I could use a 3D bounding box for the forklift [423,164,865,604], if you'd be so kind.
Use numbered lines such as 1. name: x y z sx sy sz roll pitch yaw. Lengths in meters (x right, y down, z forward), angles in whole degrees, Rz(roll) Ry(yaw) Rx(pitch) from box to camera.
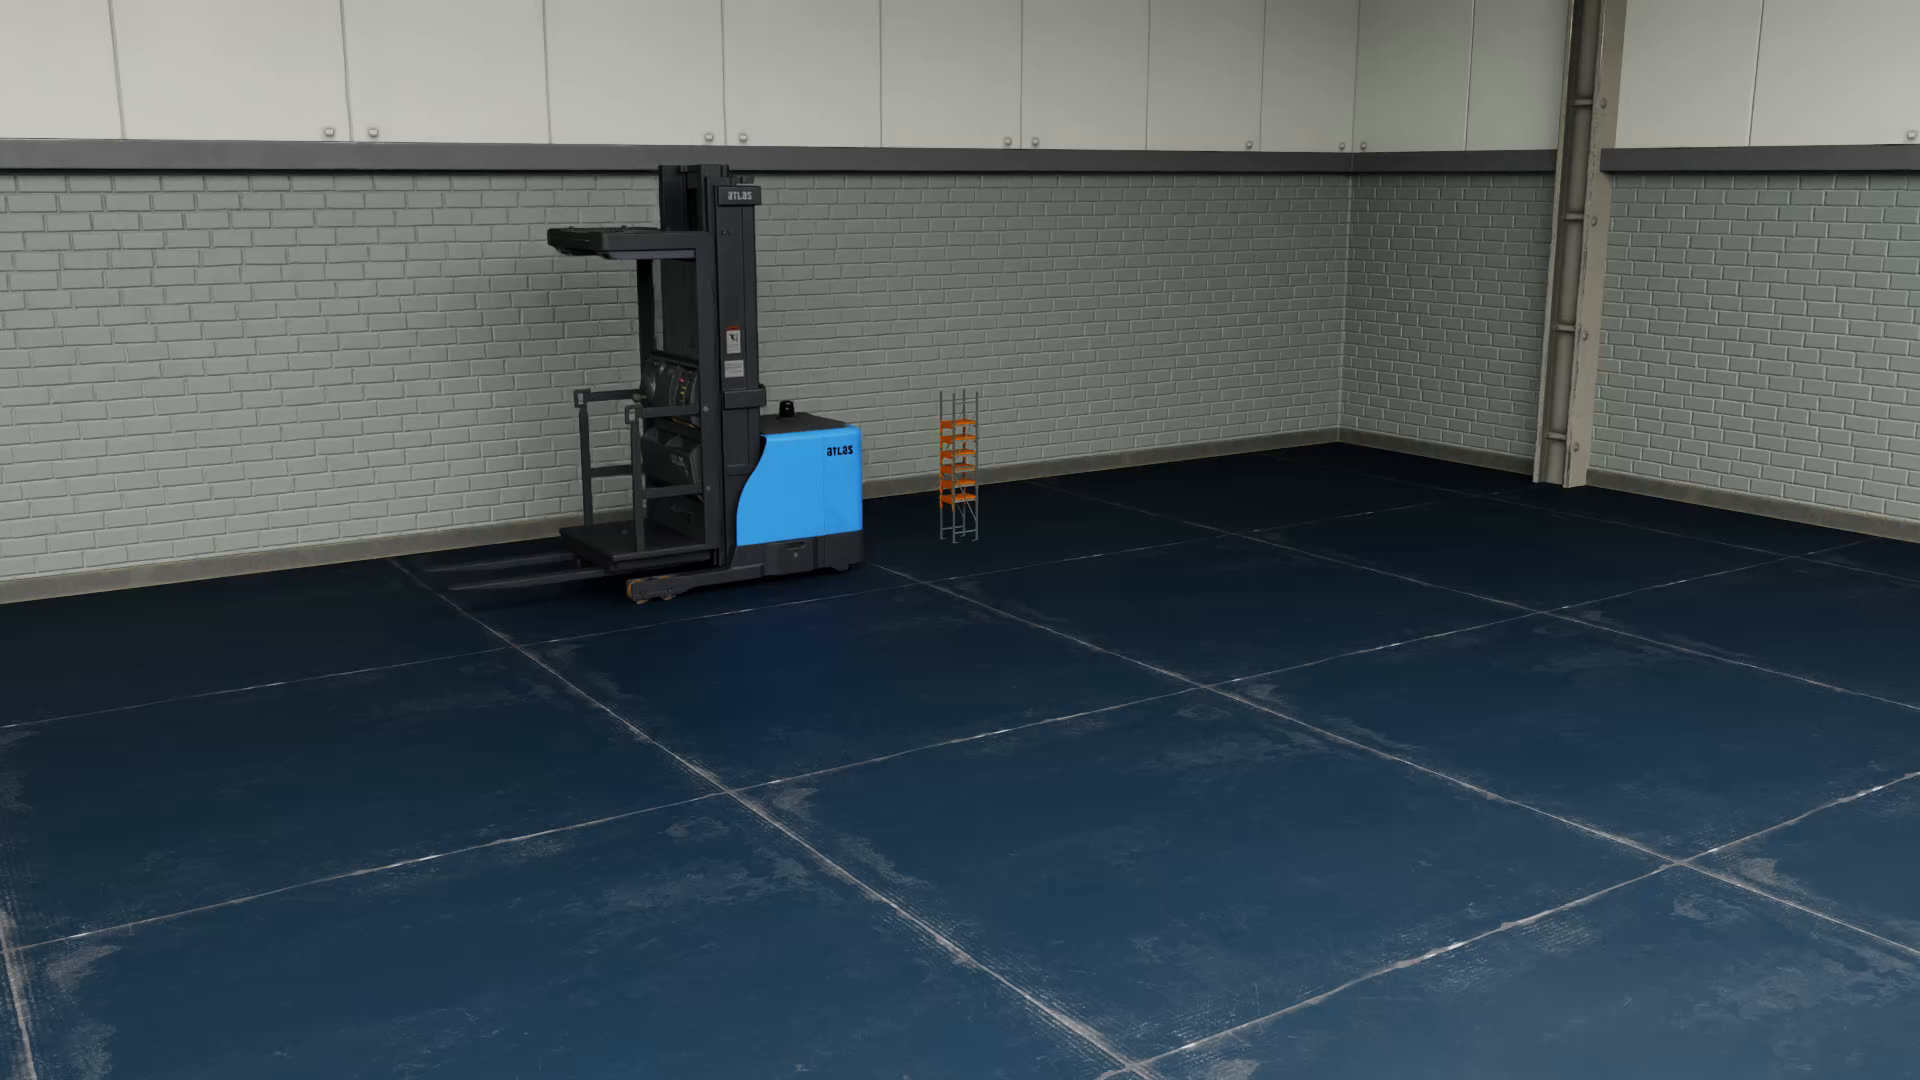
1. forklift: -2.223 -1.125 11.645 3.031 2.935 1.130 -8 15 -32

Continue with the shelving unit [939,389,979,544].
1. shelving unit: -0.008 -0.589 13.245 0.258 1.200 0.189 -8 15 -33

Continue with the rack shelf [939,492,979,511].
1. rack shelf: -0.008 -0.311 13.306 0.258 0.103 0.180 -8 15 -33

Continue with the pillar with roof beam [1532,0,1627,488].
1. pillar with roof beam: 2.131 -4.429 12.552 9.100 9.000 0.400 -8 15 -33

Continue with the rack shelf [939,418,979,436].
1. rack shelf: -0.008 -0.897 13.178 0.258 0.103 0.180 -8 15 -33

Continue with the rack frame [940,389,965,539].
1. rack frame: -0.059 -0.605 13.320 0.240 1.200 0.006 -8 15 -33

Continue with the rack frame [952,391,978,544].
1. rack frame: 0.043 -0.572 13.171 0.240 1.200 0.006 -8 15 -33

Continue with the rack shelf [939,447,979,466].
1. rack shelf: -0.008 -0.663 13.229 0.258 0.103 0.180 -8 15 -33

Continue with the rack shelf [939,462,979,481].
1. rack shelf: -0.008 -0.545 13.255 0.258 0.103 0.180 -8 15 -33

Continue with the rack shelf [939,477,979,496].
1. rack shelf: -0.008 -0.428 13.280 0.258 0.103 0.180 -8 15 -33

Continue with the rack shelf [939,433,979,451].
1. rack shelf: -0.008 -0.780 13.204 0.258 0.103 0.180 -8 15 -33
